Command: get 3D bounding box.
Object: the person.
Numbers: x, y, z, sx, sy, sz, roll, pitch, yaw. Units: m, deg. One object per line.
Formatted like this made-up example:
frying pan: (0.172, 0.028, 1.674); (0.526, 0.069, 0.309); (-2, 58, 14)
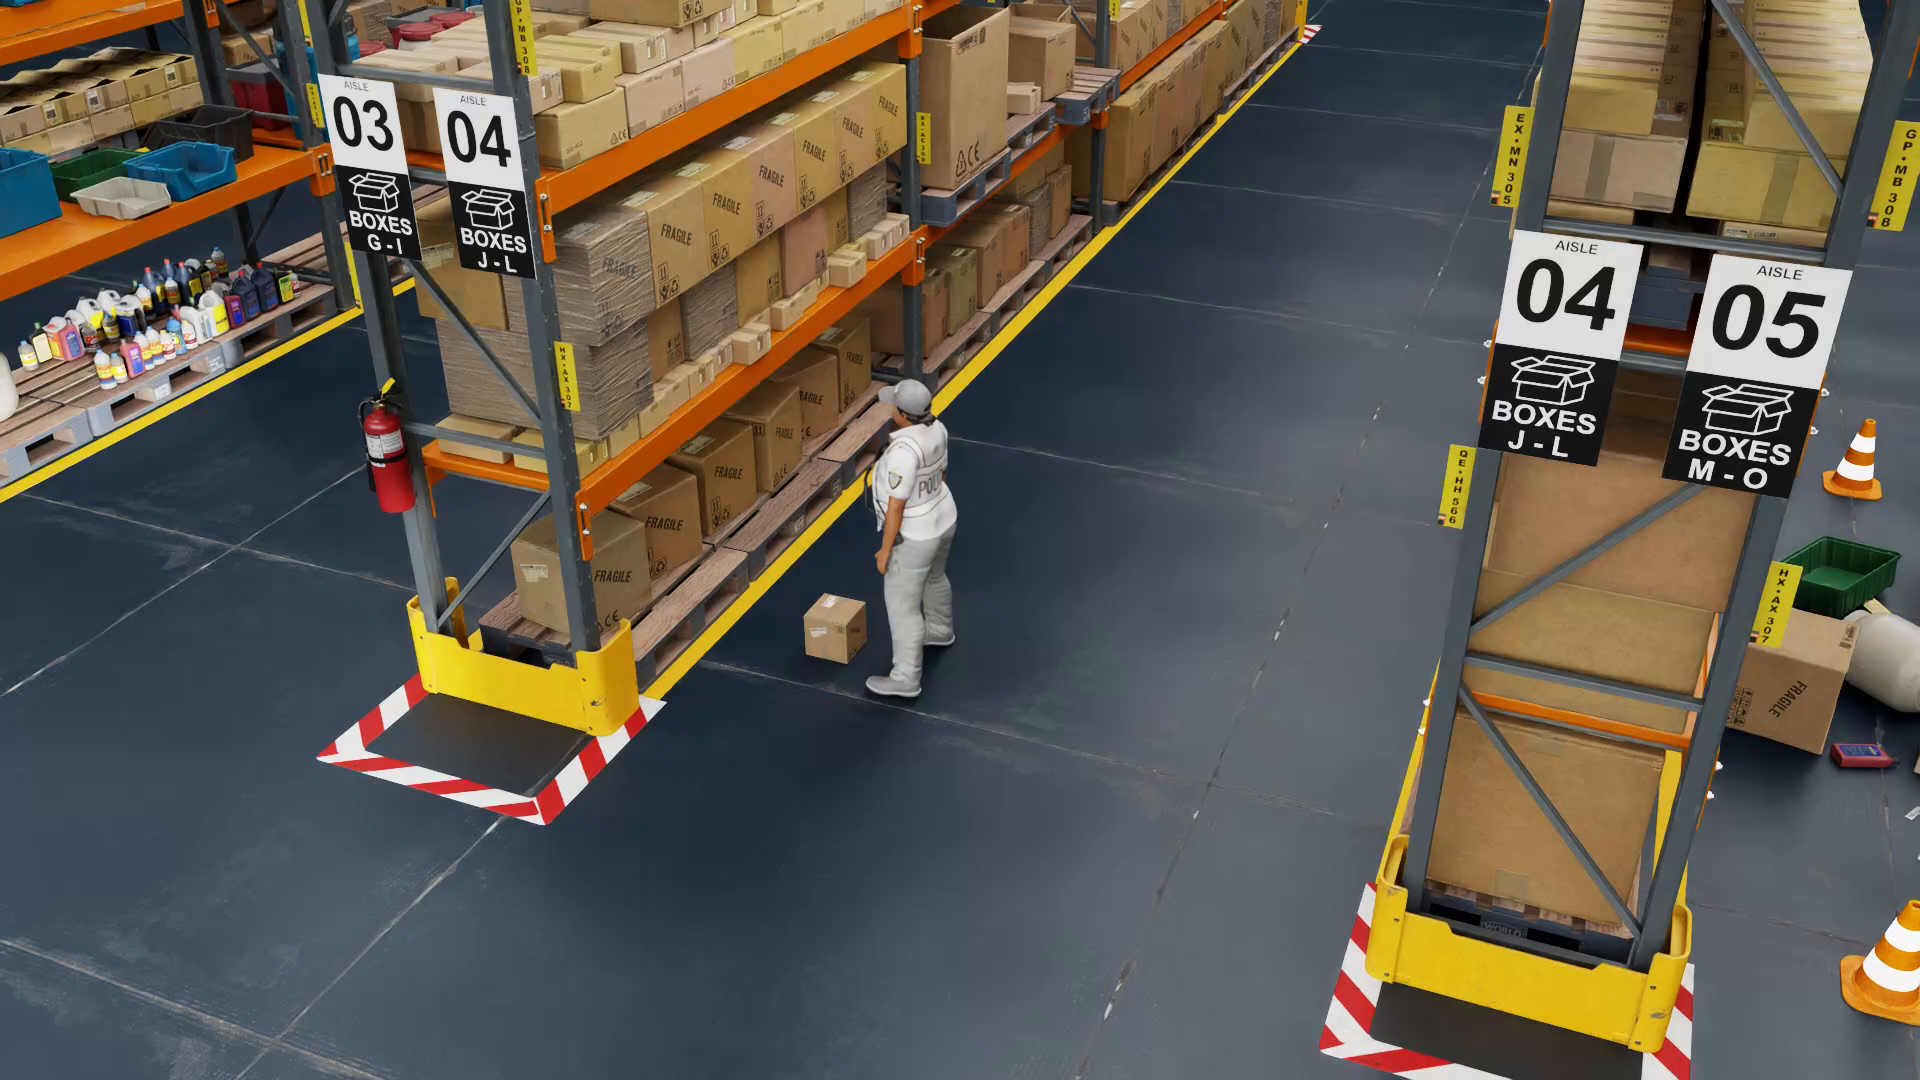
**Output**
person: (-0.237, -0.041, 8.451); (0.404, 1.670, 0.646); (13, 32, 21)
